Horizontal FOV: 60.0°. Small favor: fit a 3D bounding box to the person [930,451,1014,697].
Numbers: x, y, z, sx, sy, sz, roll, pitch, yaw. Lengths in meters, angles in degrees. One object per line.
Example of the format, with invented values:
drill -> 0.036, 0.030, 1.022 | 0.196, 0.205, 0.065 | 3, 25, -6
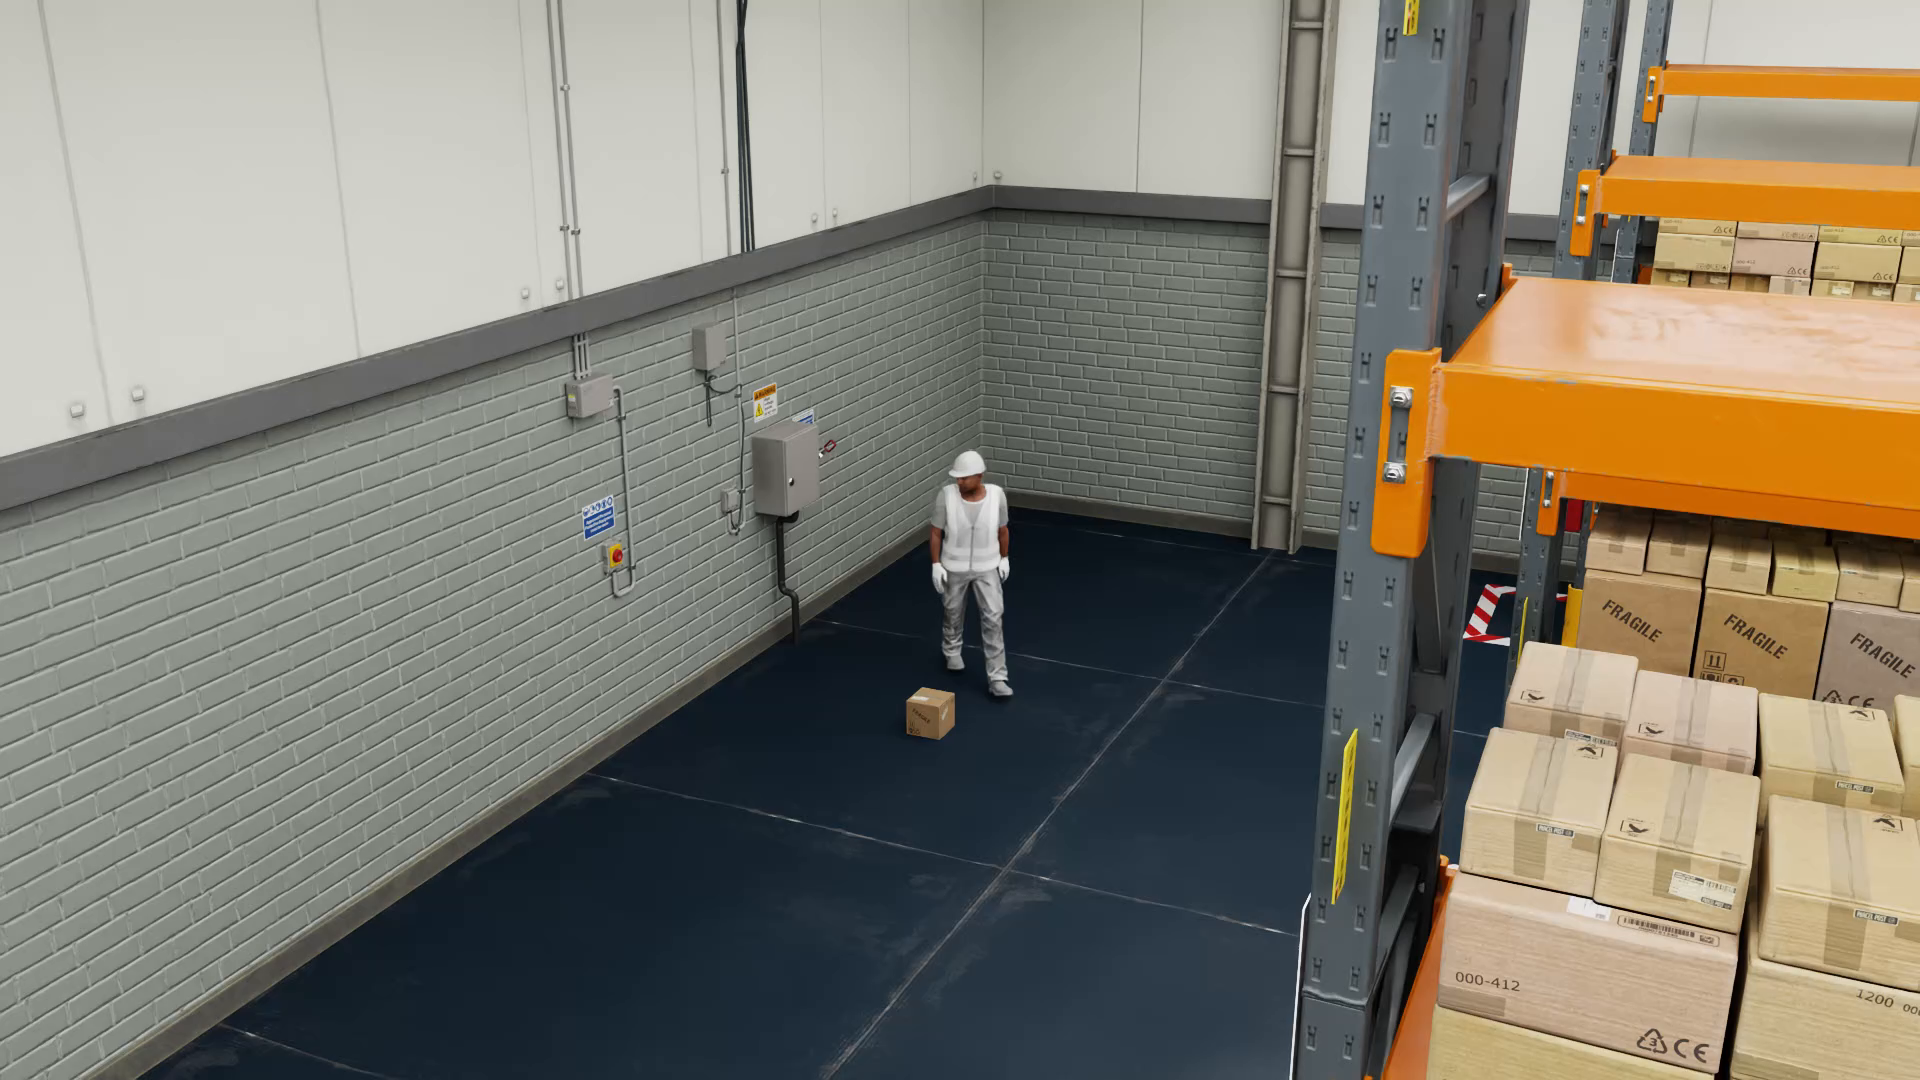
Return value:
person -> 0.079, 0.214, 11.877 | 0.586, 1.750, 0.892 | -1, 19, -2
